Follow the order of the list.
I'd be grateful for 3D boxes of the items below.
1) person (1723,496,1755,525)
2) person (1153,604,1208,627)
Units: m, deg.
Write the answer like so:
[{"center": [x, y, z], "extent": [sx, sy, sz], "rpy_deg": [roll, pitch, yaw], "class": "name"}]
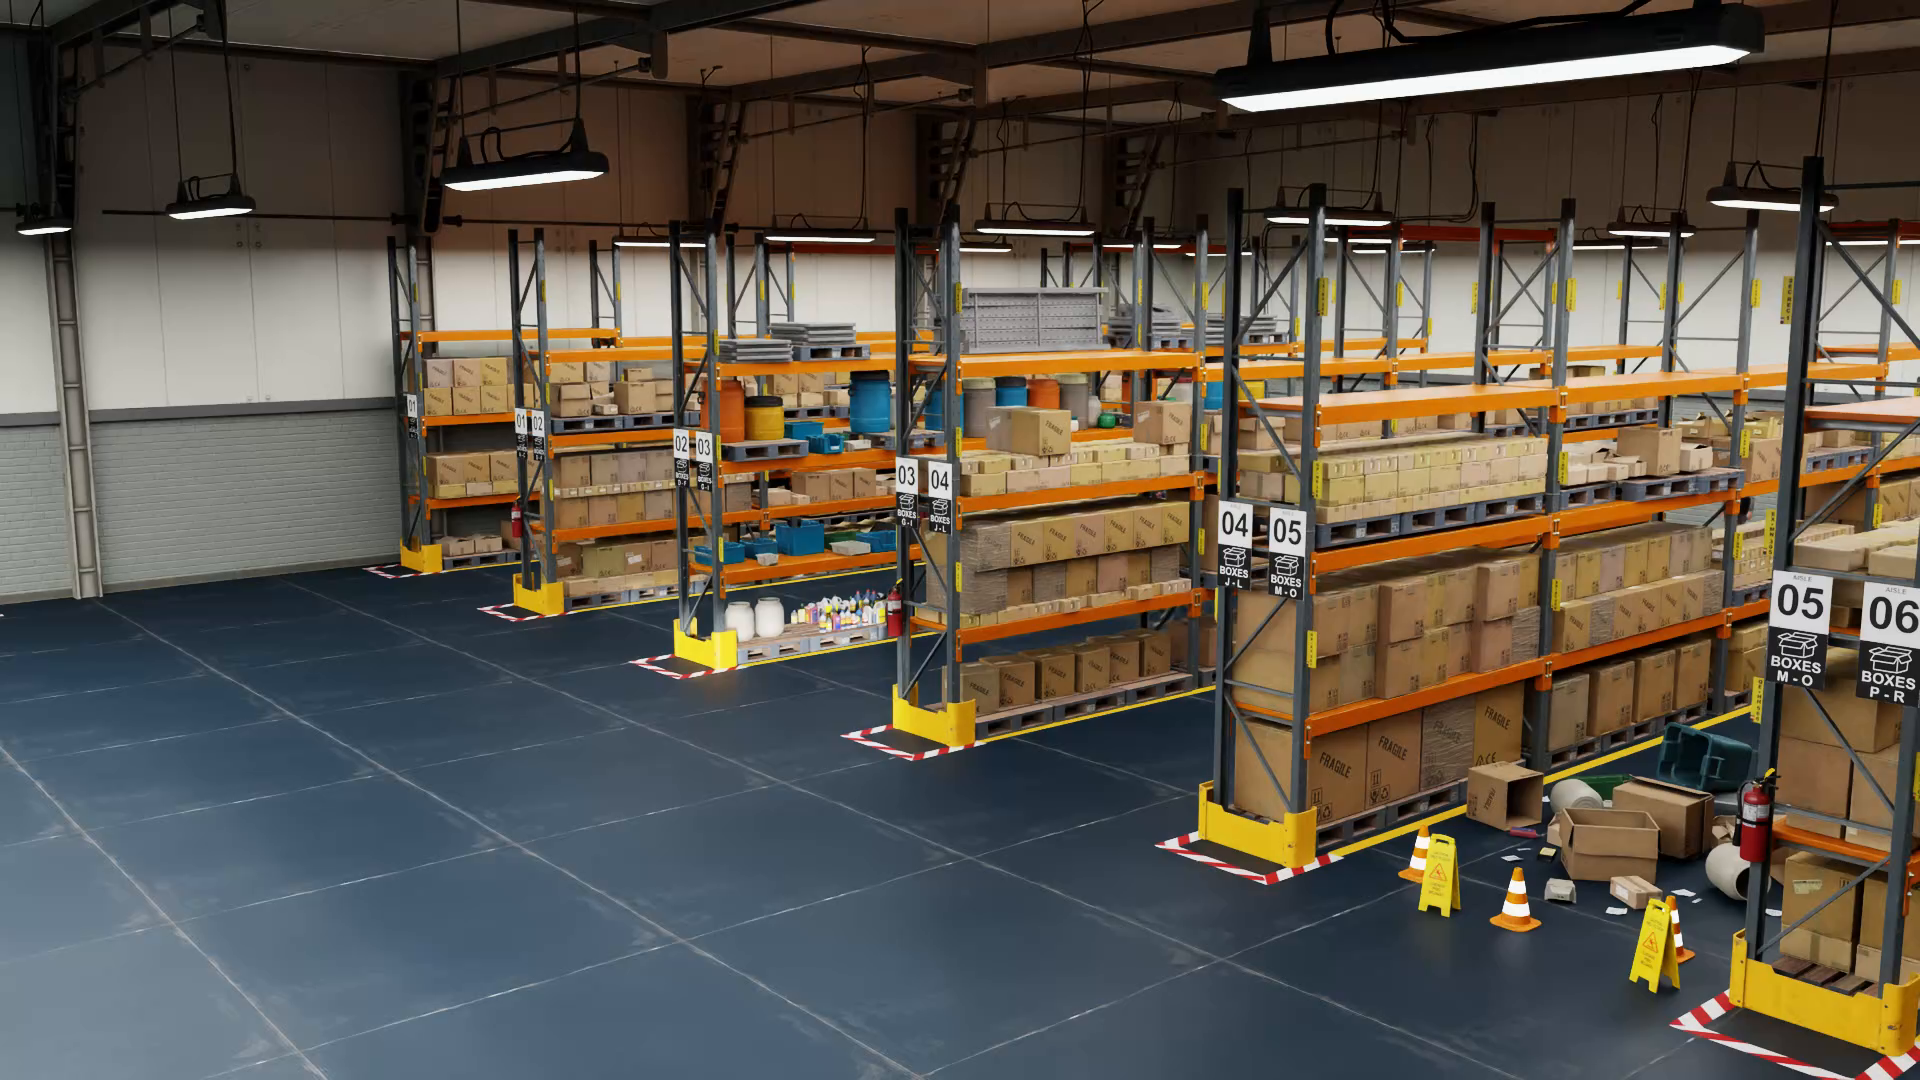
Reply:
[{"center": [14.775, -0.532, 31.641], "extent": [0.529, 1.694, 0.854], "rpy_deg": [0, 9, -2], "class": "person"}, {"center": [3.236, 0.553, 23.802], "extent": [1.048, 1.408, 0.493], "rpy_deg": [-7, 11, -37], "class": "person"}]
